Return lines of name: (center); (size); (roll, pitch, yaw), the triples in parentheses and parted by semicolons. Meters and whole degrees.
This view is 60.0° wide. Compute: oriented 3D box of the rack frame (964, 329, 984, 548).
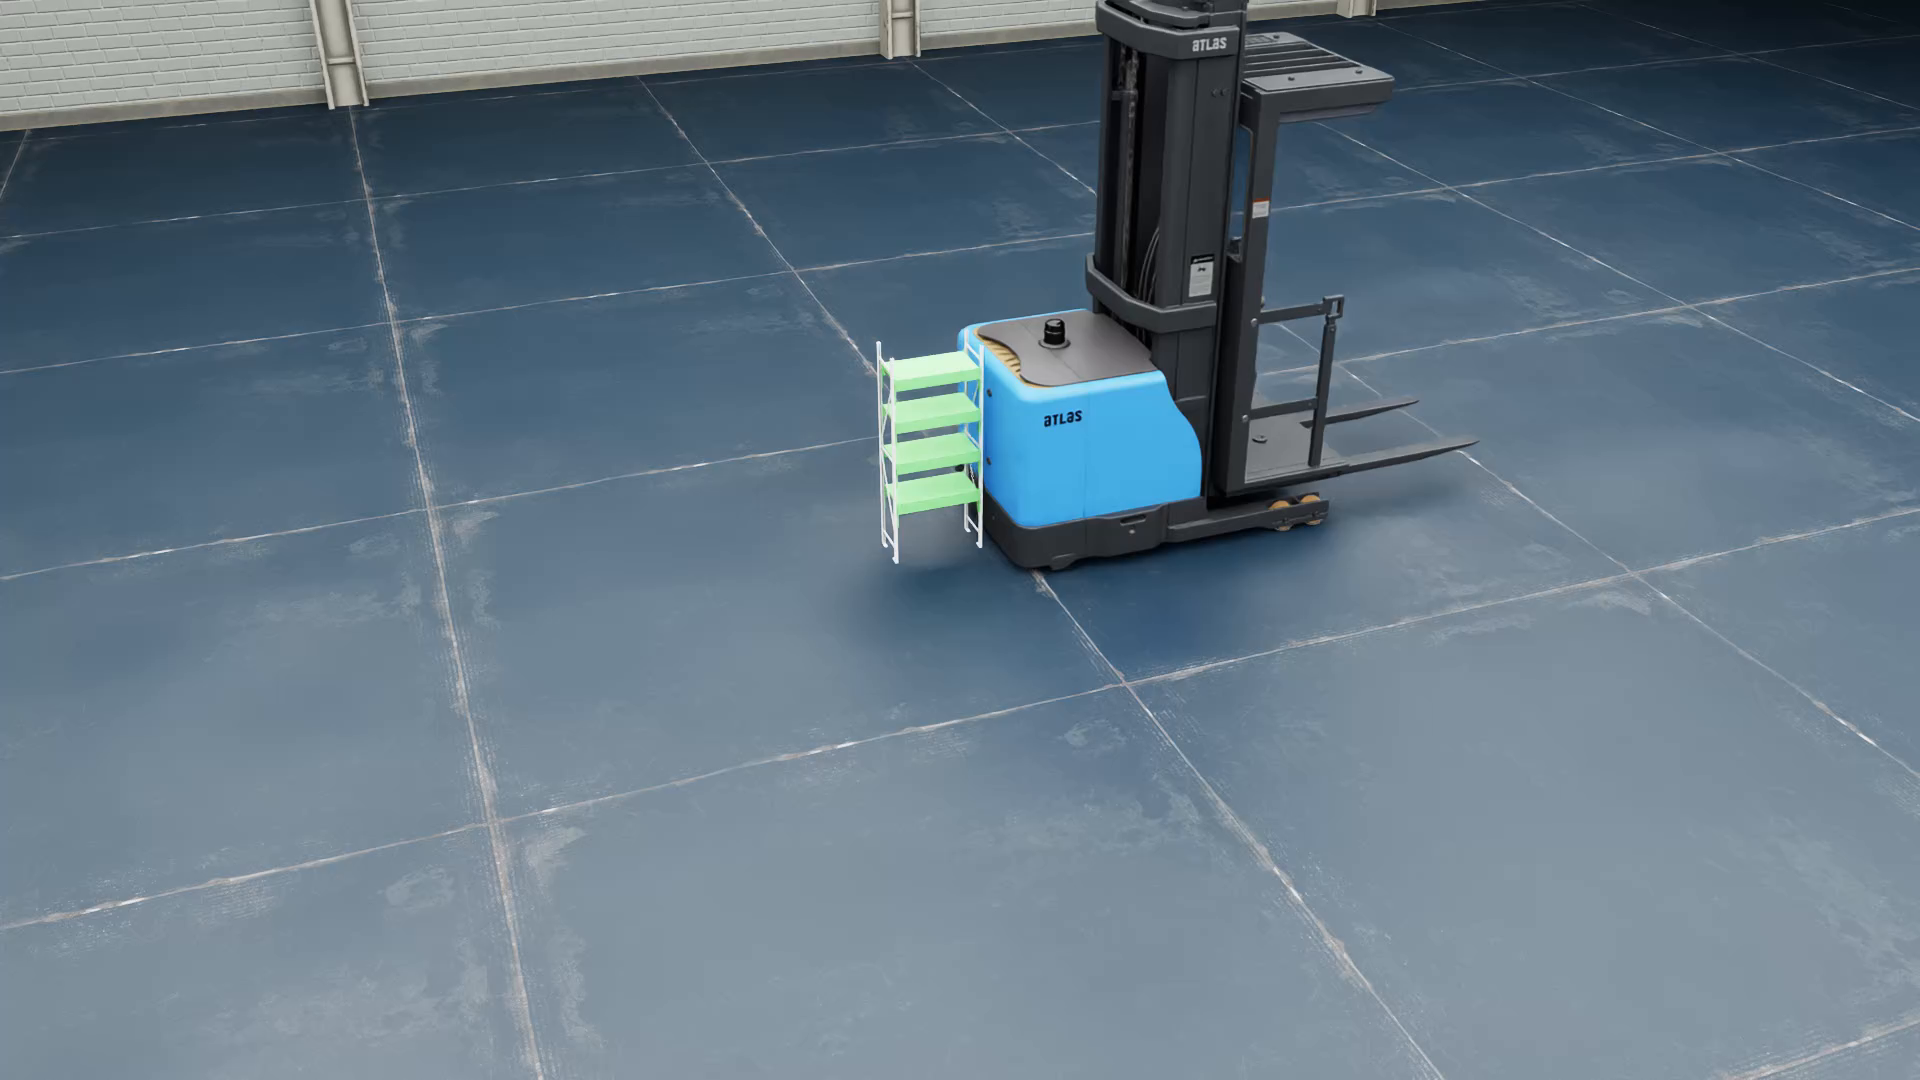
rack frame: (0.074, -0.535, 8.977); (0.015, 1.200, 0.240); (-10, 31, -18)

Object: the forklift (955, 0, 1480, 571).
forklift: (1.545, -1.557, 9.021); (3.031, 2.935, 1.130); (-11, 31, -18)

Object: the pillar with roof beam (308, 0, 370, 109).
pillar with roof beam: (-4.805, -6.413, 11.416); (0.400, 9.000, 9.100); (-10, 31, -18)

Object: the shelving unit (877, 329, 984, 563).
shelving unit: (-0.155, -0.493, 8.903); (0.503, 1.200, 0.258); (-10, 31, -18)

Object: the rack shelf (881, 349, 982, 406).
rack shelf: (-0.155, -0.854, 8.697); (0.480, 0.148, 0.258); (-10, 31, -18)

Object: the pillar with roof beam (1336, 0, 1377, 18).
pillar with roof beam: (6.442, -8.485, 15.052); (0.400, 9.000, 9.100); (-10, 31, -18)

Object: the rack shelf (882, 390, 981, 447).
rack shelf: (-0.155, -0.646, 8.816); (0.480, 0.148, 0.258); (-10, 31, -18)

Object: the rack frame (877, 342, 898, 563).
rack frame: (-0.384, -0.451, 8.829); (0.015, 1.200, 0.240); (-10, 31, -18)

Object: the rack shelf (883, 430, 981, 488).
rack shelf: (-0.155, -0.437, 8.934); (0.480, 0.148, 0.258); (-10, 31, -18)

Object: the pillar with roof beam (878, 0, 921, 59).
pillar with roof beam: (0.819, -7.449, 13.234); (0.400, 9.000, 9.100); (-10, 31, -18)

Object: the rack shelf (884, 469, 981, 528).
rack shelf: (-0.155, -0.229, 9.053); (0.480, 0.148, 0.258); (-10, 31, -18)
